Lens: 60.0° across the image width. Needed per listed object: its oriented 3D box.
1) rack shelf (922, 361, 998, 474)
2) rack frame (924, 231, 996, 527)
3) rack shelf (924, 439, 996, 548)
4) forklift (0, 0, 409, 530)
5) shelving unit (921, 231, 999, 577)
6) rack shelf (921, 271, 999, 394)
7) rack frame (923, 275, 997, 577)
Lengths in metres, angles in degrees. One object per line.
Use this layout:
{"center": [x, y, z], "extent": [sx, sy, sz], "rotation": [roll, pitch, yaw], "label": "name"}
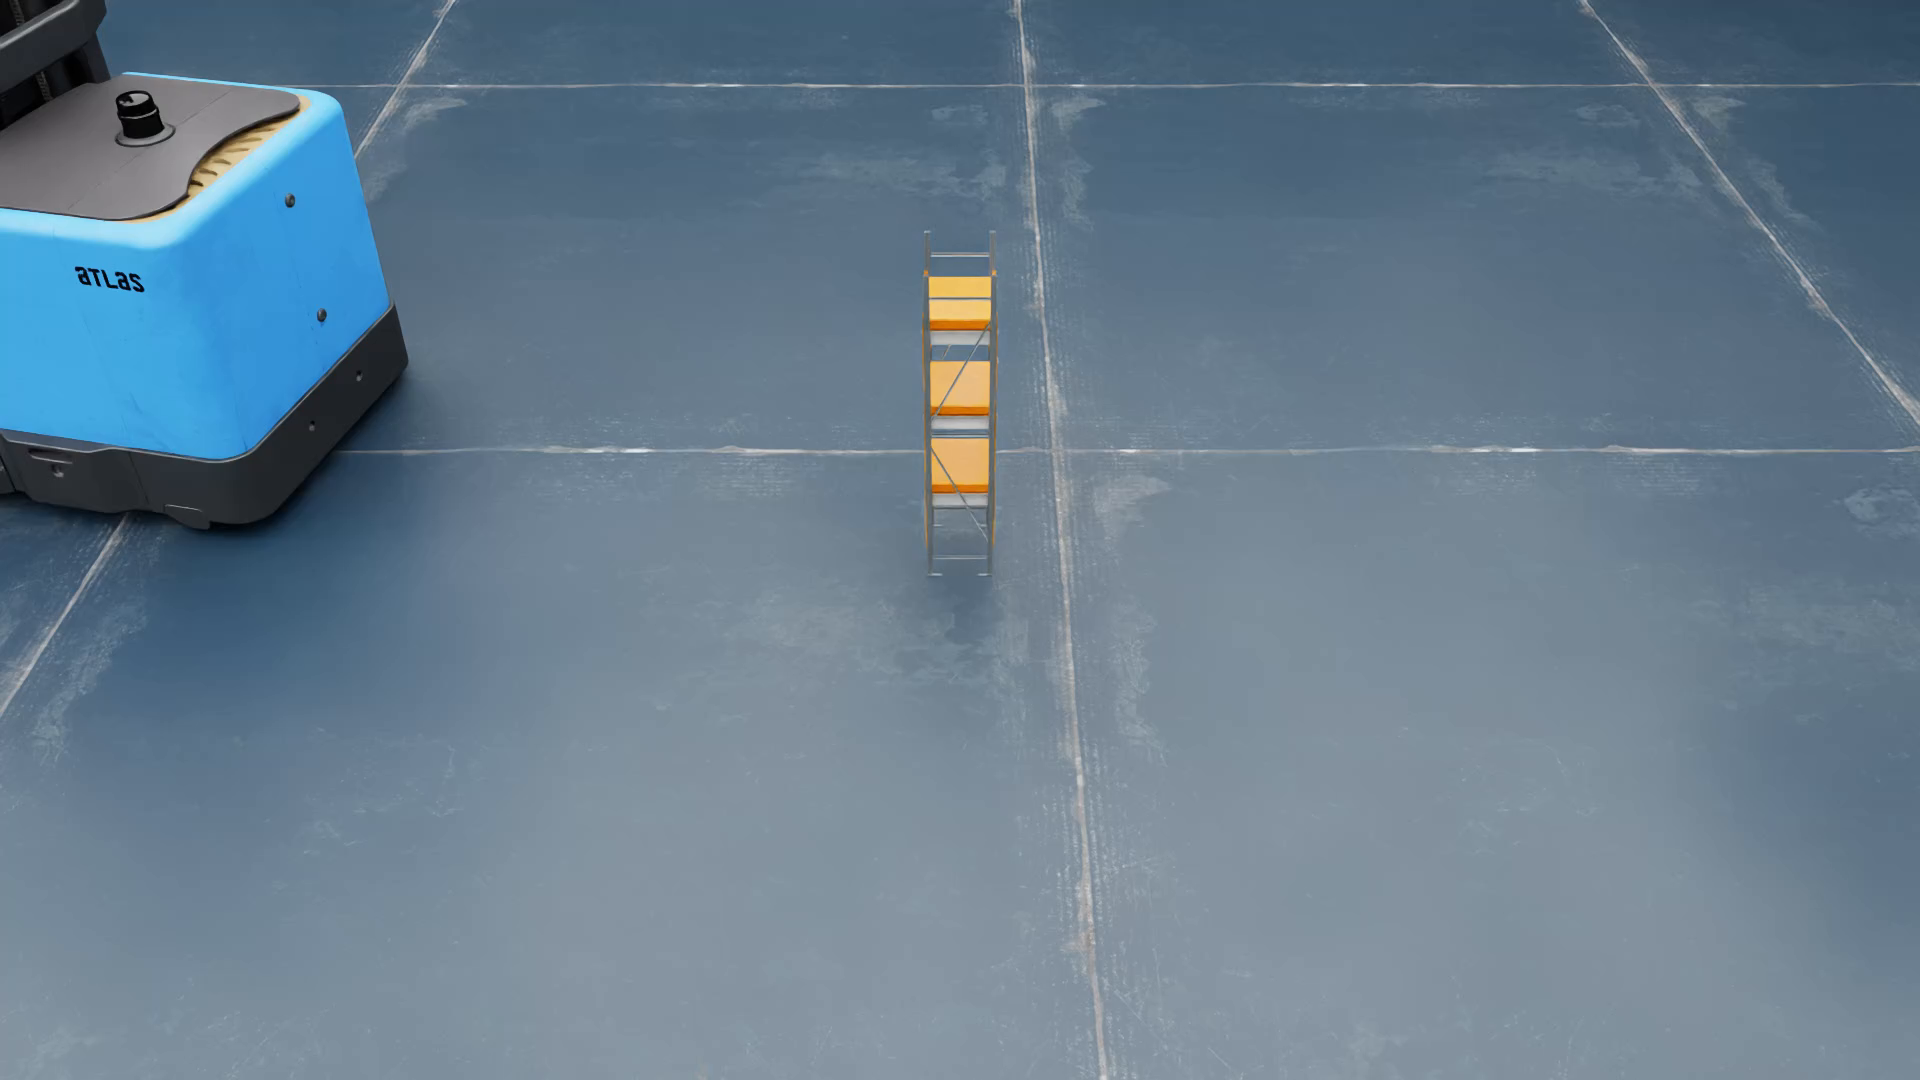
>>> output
{"center": [0.000, -0.368, 4.887], "extent": [0.215, 0.259, 0.240], "rotation": [0, 39, 0], "label": "rack shelf"}
{"center": [0.000, -0.453, 4.975], "extent": [0.200, 1.050, 0.008], "rotation": [0, 39, 0], "label": "rack frame"}
{"center": [0.000, -0.151, 5.060], "extent": [0.215, 0.259, 0.240], "rotation": [0, 39, 0], "label": "rack shelf"}
{"center": [-3.537, -1.656, 4.973], "extent": [3.031, 2.935, 1.130], "rotation": [8, 39, 10], "label": "forklift"}
{"center": [0.000, -0.376, 4.880], "extent": [0.215, 1.050, 0.252], "rotation": [0, 39, 0], "label": "shelving unit"}
{"center": [0.000, -0.589, 4.709], "extent": [0.215, 0.259, 0.240], "rotation": [0, 39, 0], "label": "rack shelf"}
{"center": [0.000, -0.300, 4.785], "extent": [0.200, 1.050, 0.008], "rotation": [0, 39, 0], "label": "rack frame"}
